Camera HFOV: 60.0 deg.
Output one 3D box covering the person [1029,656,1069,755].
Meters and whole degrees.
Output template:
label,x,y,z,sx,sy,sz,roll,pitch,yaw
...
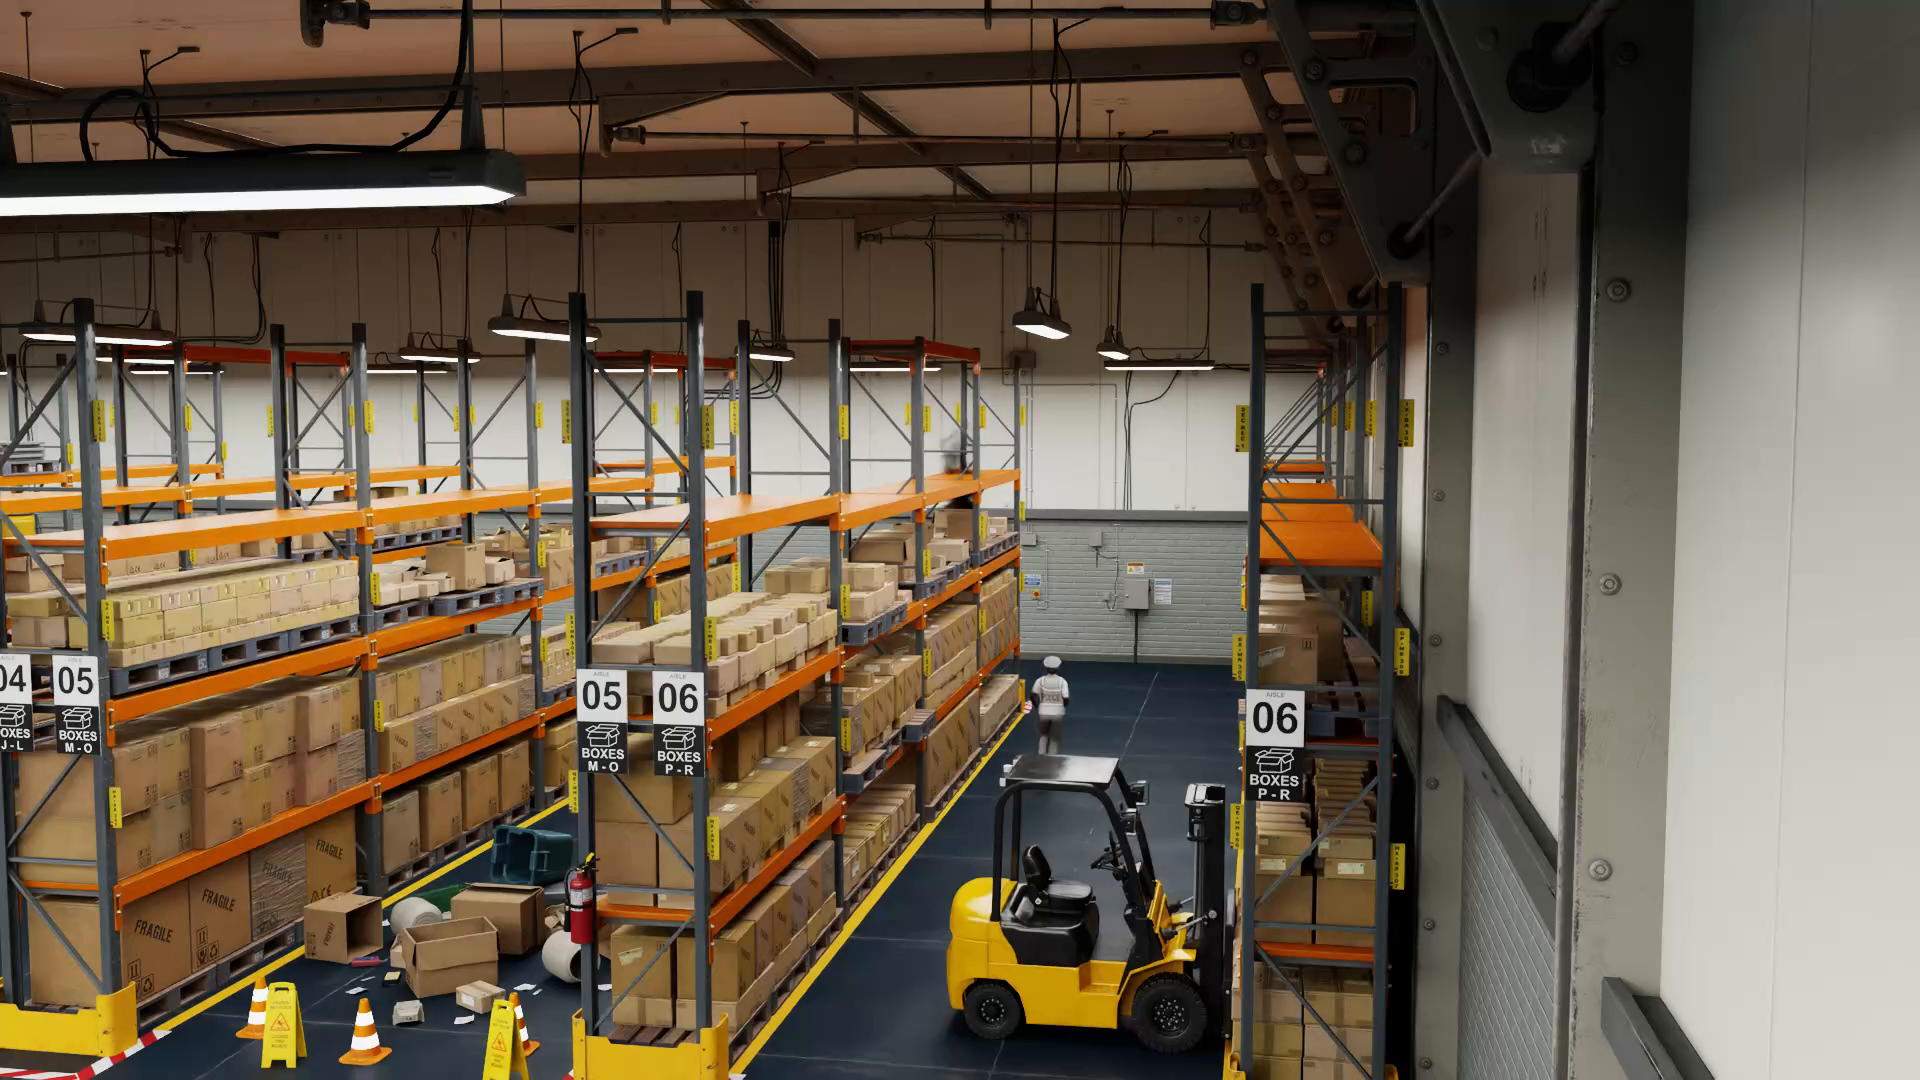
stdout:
label,x,y,z,sx,sy,sz,roll,pitch,yaw
person,1.272,2.449,23.379,0.548,1.655,0.563,1,5,10
